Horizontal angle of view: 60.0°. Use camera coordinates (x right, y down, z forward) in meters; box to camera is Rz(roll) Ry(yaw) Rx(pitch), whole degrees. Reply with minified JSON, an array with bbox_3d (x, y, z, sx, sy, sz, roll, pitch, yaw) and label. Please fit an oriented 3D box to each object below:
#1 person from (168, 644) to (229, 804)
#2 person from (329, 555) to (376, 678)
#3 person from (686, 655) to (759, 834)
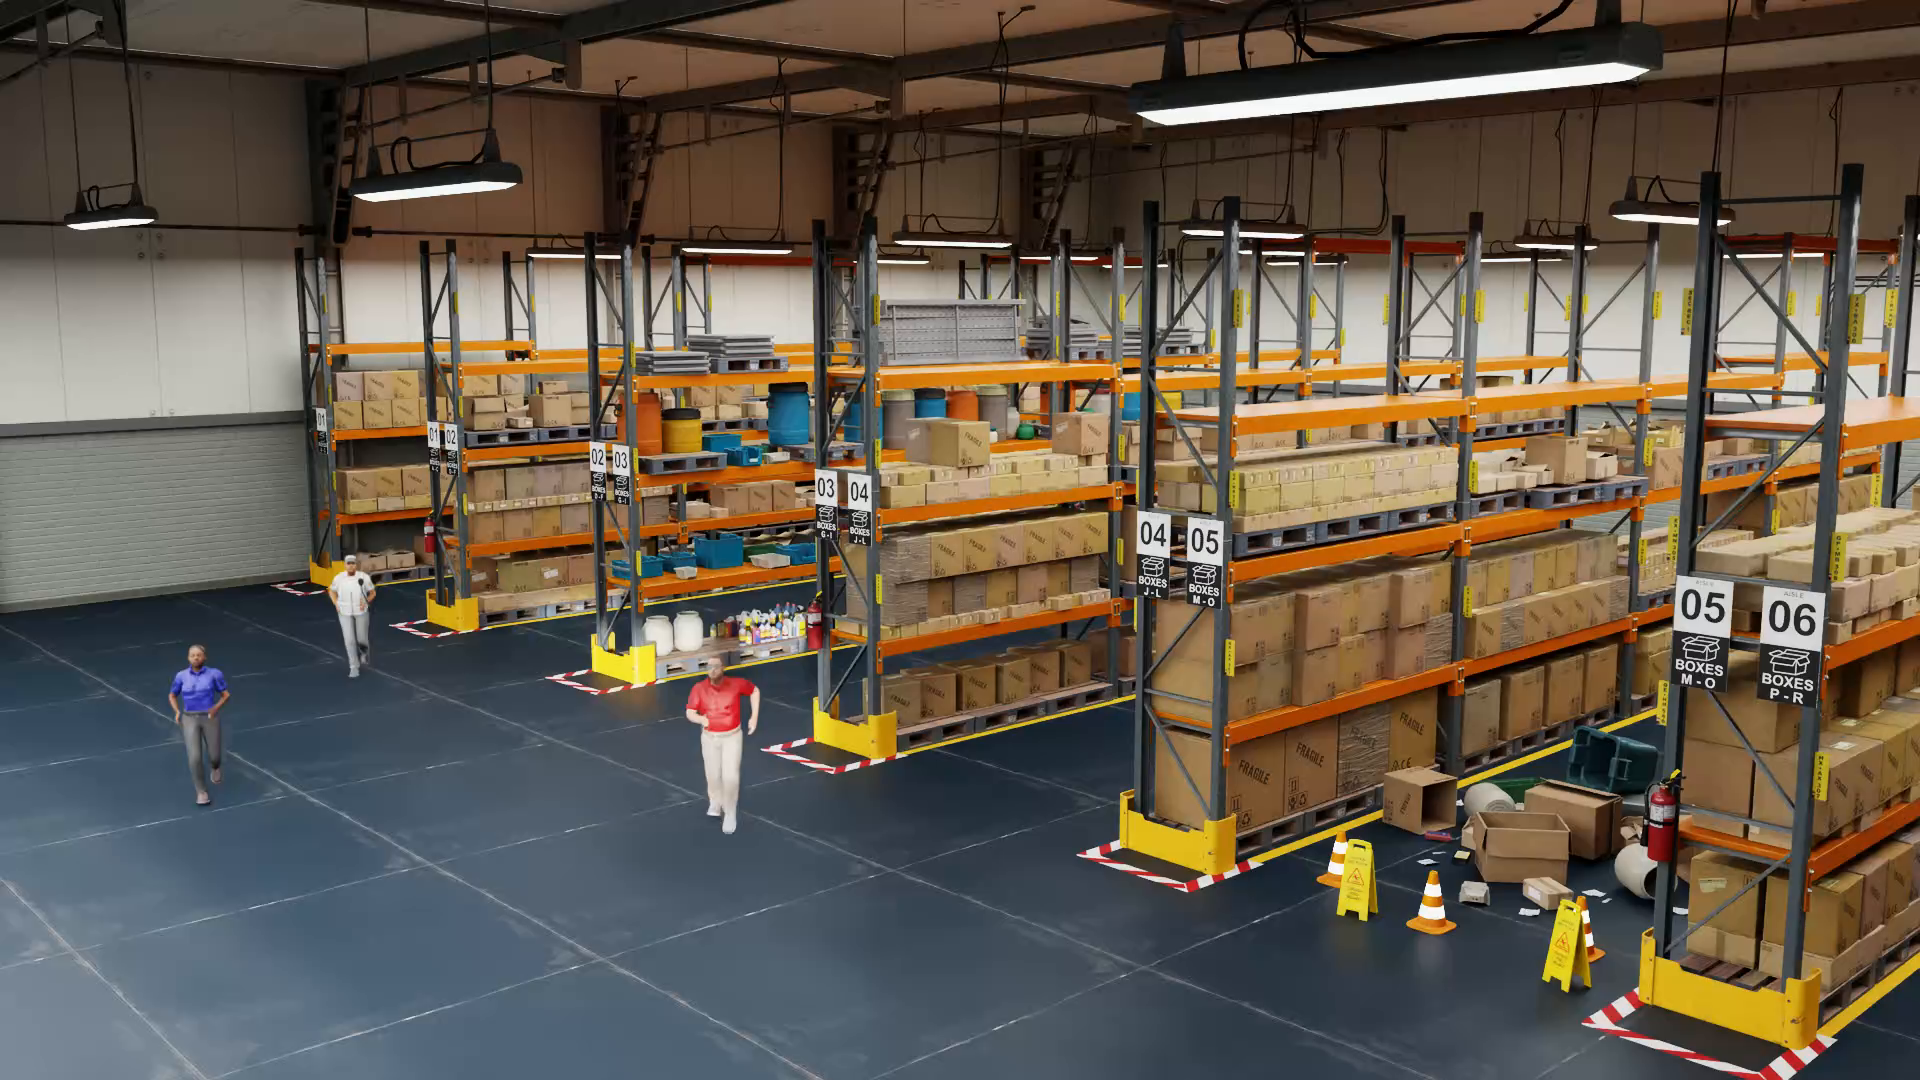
[{"bbox_3d":[-7.845,1.874,17.149,0.563,1.597,0.678,-3,9,-21],"label":"person"},{"bbox_3d":[-8.346,1.015,22.882,0.614,1.653,0.726,-3,9,-17],"label":"person"},{"bbox_3d":[-2.307,1.967,16.160,0.673,1.752,0.896,0,8,1],"label":"person"}]
